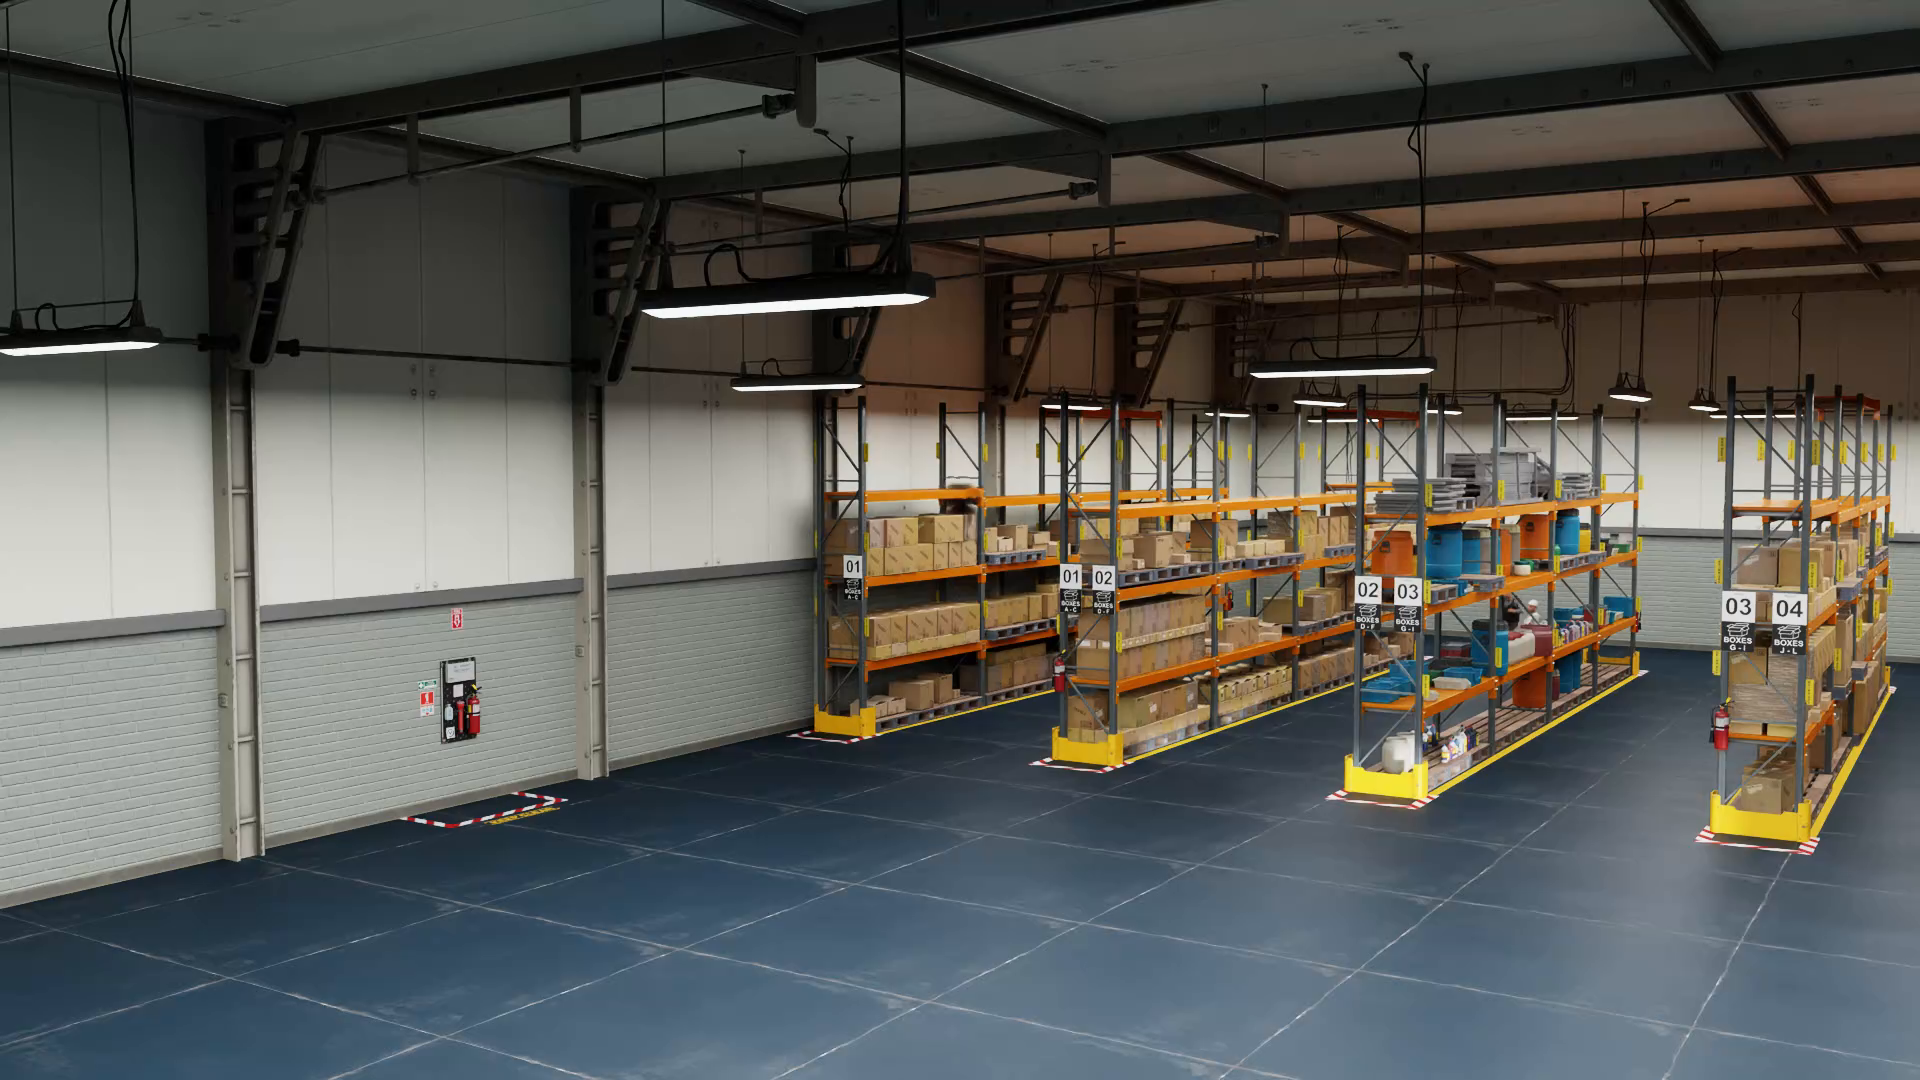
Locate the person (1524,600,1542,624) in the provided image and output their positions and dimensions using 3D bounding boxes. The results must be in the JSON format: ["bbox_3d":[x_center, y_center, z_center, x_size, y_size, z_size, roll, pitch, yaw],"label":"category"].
[{"bbox_3d":[12.461,2.201,36.361,0.466,1.791,0.568,1,3,19],"label":"person"}]

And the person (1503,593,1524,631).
[{"bbox_3d":[13.348,2.017,40.322,0.627,1.709,0.919,2,3,27],"label":"person"}]
